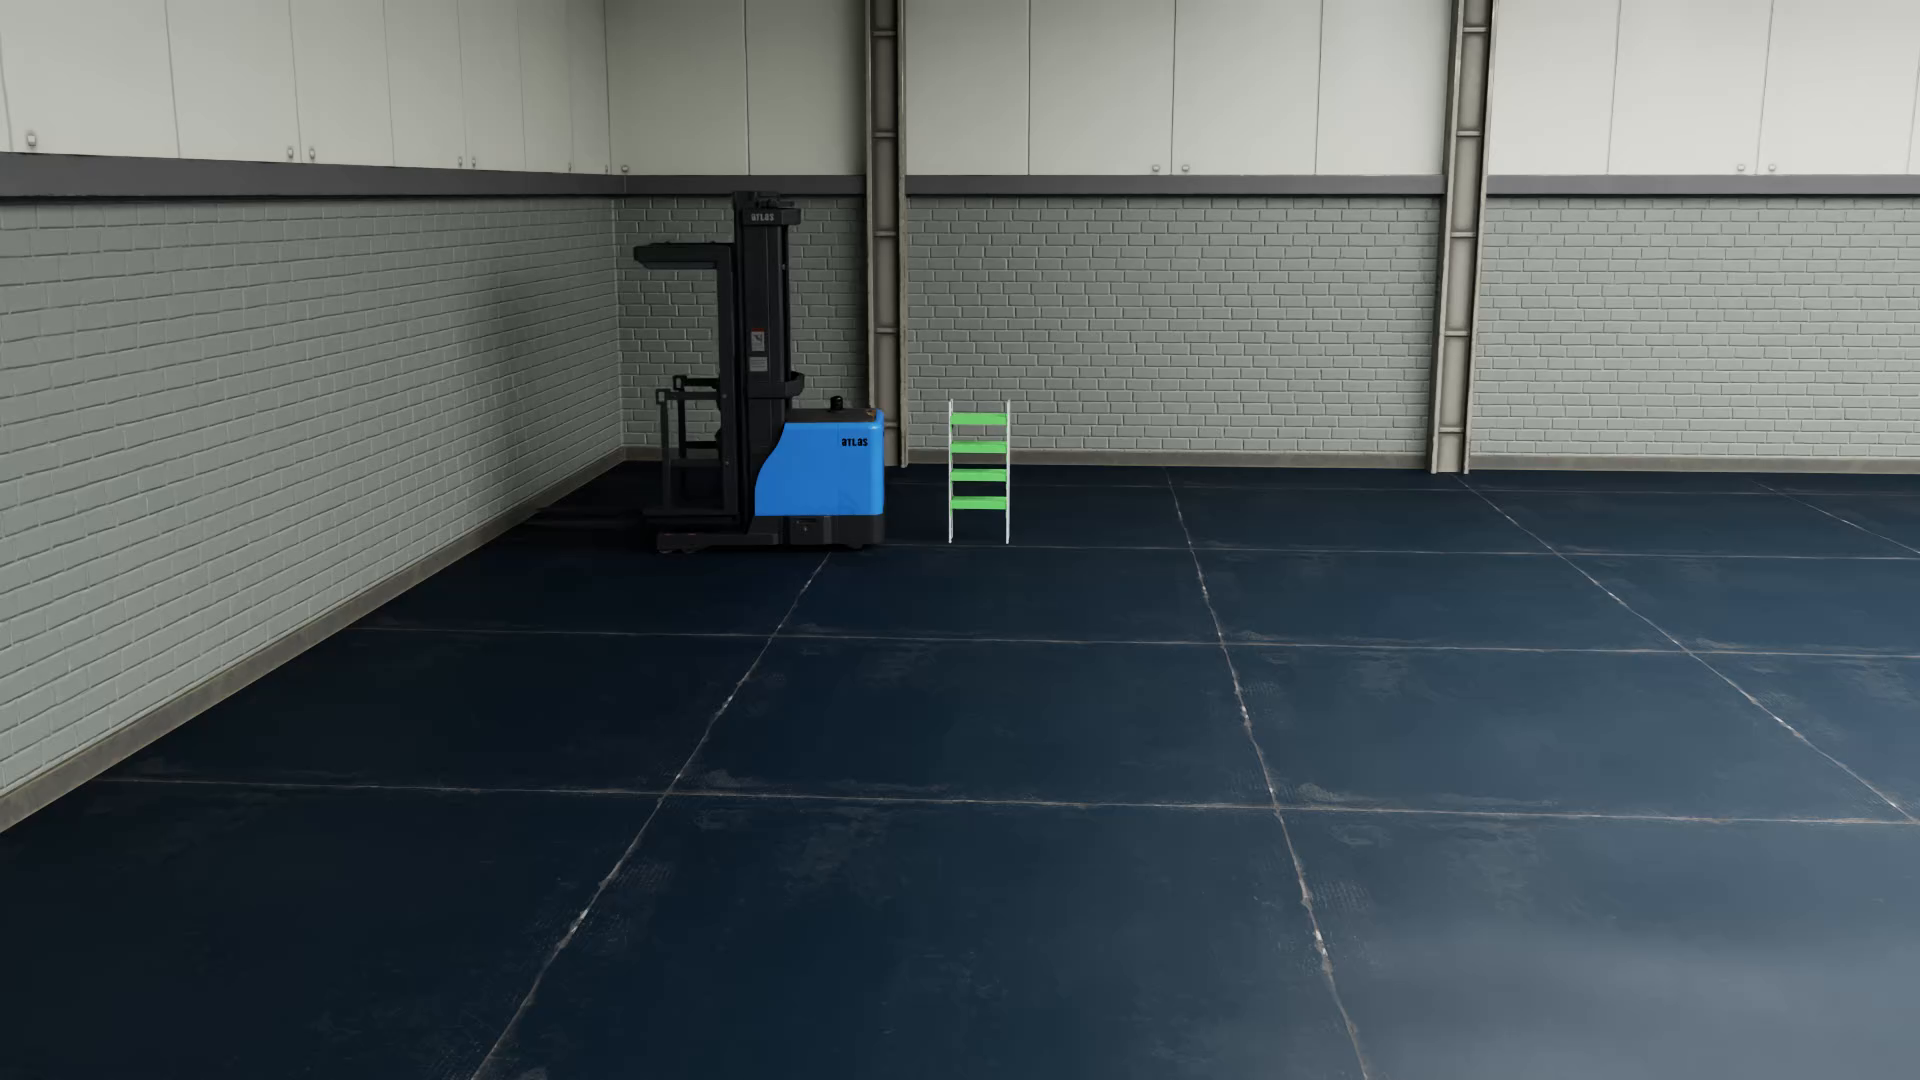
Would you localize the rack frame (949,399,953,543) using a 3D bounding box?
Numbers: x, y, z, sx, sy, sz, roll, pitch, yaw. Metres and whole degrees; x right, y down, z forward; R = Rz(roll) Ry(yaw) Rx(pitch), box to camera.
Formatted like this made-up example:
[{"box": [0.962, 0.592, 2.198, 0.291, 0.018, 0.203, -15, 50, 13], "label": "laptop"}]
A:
[{"box": [-0.078, -0.588, 14.150, 0.015, 1.200, 0.240, 1, 12, 4], "label": "rack frame"}]

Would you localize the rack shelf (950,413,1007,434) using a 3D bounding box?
[{"box": [0.165, -0.992, 14.049, 0.480, 0.148, 0.258, 1, 12, 4], "label": "rack shelf"}]

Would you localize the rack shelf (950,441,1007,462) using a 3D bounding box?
[{"box": [0.165, -0.757, 14.098, 0.480, 0.148, 0.258, 1, 12, 4], "label": "rack shelf"}]

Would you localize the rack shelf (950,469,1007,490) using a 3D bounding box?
[{"box": [0.165, -0.522, 14.147, 0.480, 0.148, 0.258, 1, 12, 4], "label": "rack shelf"}]

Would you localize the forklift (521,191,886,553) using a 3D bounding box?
[{"box": [-2.156, -1.433, 13.960, 3.031, 2.935, 1.130, 0, 12, -1], "label": "forklift"}]

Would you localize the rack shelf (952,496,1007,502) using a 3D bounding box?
[{"box": [0.165, -0.340, 14.186, 0.457, 0.021, 0.221, 1, 12, 4], "label": "rack shelf"}]

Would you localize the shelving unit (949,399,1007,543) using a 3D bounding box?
[{"box": [0.159, -0.585, 14.135, 0.492, 1.200, 0.258, 1, 12, 4], "label": "shelving unit"}]
